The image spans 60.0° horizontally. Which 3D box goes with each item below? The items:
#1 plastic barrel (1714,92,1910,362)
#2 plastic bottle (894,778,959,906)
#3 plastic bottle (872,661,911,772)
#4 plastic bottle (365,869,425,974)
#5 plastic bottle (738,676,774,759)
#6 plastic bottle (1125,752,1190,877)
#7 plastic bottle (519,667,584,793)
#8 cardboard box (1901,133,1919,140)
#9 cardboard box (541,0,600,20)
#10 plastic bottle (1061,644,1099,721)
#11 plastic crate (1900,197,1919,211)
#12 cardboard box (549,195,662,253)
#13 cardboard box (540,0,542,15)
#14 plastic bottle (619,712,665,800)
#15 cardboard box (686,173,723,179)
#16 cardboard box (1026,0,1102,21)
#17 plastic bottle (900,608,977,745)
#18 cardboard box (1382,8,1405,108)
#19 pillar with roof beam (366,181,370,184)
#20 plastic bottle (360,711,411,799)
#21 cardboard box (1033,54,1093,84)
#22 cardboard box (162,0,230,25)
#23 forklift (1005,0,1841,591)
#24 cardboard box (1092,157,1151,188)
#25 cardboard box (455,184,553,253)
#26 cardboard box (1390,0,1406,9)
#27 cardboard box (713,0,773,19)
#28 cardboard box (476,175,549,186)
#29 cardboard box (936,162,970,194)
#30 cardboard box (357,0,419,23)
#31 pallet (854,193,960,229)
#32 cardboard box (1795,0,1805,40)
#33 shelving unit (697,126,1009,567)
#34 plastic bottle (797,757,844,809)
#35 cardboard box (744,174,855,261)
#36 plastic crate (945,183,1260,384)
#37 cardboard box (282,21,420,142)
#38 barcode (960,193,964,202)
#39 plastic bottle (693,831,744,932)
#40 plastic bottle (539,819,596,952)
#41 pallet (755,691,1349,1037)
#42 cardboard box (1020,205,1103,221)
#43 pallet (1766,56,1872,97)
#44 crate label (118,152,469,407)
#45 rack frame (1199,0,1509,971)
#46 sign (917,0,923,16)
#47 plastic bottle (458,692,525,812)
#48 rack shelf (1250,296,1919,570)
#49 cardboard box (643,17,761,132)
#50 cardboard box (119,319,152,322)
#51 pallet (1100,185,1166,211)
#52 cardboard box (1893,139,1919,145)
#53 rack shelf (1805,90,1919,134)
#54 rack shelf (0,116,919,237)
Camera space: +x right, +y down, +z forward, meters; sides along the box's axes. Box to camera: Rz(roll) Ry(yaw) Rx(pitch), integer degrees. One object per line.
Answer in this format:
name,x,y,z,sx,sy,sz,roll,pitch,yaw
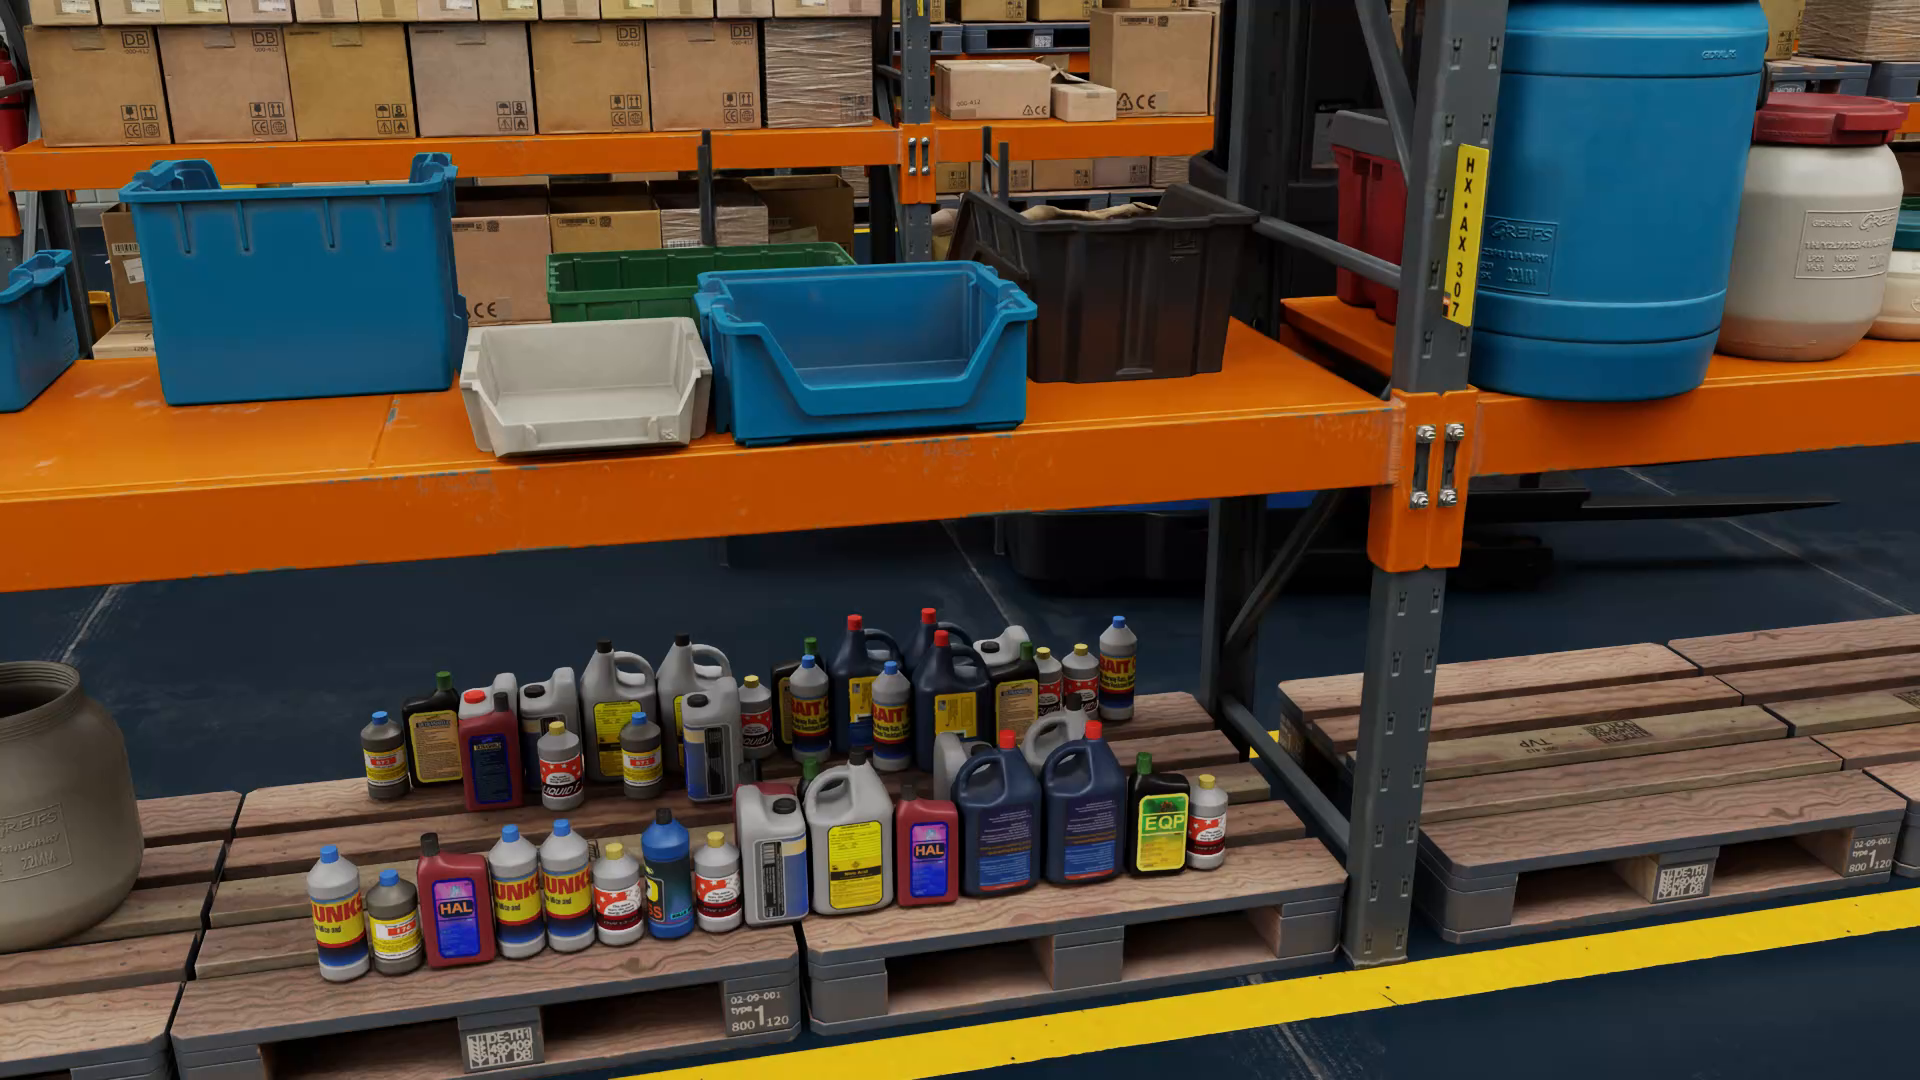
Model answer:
plastic barrel,1.807,-0.688,3.635,0.433,0.535,0.433,0,20,0
plastic bottle,-0.071,0.636,3.527,0.133,0.283,0.061,-3,20,-9
plastic bottle,-0.169,0.429,4.109,0.097,0.271,0.097,0,20,0
plastic bottle,-1.131,0.754,3.323,0.097,0.201,0.097,0,20,0
plastic bottle,-0.520,0.440,4.182,0.097,0.201,0.097,0,20,0
plastic bottle,0.433,0.595,3.639,0.133,0.283,0.061,-4,20,-10
plastic bottle,-0.994,0.453,4.038,0.135,0.276,0.152,-5,21,-14
cardboard box,8.589,-3.743,15.196,0.500,0.500,0.700,-5,21,-14
cardboard box,-1.762,-2.439,7.523,0.250,0.149,0.380,-4,21,-11
plastic bottle,0.315,0.372,4.368,0.097,0.201,0.097,0,20,0
plastic crate,2.455,-0.755,4.323,0.662,0.188,0.450,-5,21,-12
cardboard box,-1.687,-1.352,7.943,0.500,0.500,0.500,-5,21,-12
cardboard box,-1.870,-2.572,7.888,0.250,0.149,0.380,-5,21,-14
plastic bottle,-0.764,0.510,3.989,0.097,0.201,0.097,0,20,0
cardboard box,-1.968,-2.762,12.974,0.250,0.166,0.380,-7,21,-20
cardboard box,0.776,-4.362,13.077,0.500,0.500,0.700,-5,21,-12
plastic bottle,-0.056,0.340,4.237,0.185,0.351,0.144,-4,21,-11
cardboard box,1.953,-2.506,8.649,0.500,0.500,0.500,-6,21,-15
pillar with roof beam,-3.874,-5.343,7.817,0.400,9.000,9.100,-5,21,-12
plastic bottle,-1.381,0.510,3.991,0.097,0.201,0.097,0,20,0
cardboard box,0.502,-2.349,8.561,0.258,0.266,0.396,-5,21,-14
cardboard box,-3.273,-2.316,7.187,0.250,0.149,0.380,-5,21,-12
forklift,1.673,-1.384,5.832,3.031,2.935,1.130,-1,20,-4
cardboard box,1.221,-3.212,13.716,0.500,0.500,0.700,-5,21,-13
cardboard box,-2.294,-1.488,8.311,0.500,0.500,0.500,-5,21,-12
cardboard box,3.482,-4.442,13.474,0.500,0.500,0.500,-4,20,-11
cardboard box,-1.022,-2.498,7.686,0.250,0.149,0.380,-5,21,-14
cardboard box,-3.373,-2.766,12.499,0.500,0.500,0.700,-6,21,-16
cardboard box,-0.251,-3.093,13.391,0.500,0.500,0.700,-5,21,-14
cardboard box,-2.519,-2.377,7.355,0.250,0.149,0.380,-5,21,-13
pallet,-0.697,-2.691,13.355,1.213,0.211,1.003,-5,21,-12
cardboard box,6.863,-4.750,14.485,0.700,0.700,0.980,-4,21,-12
shelving unit,-0.382,-0.711,6.076,1.048,1.500,0.538,-2,20,-6
plastic bottle,-0.285,0.603,3.618,0.133,0.283,0.061,-5,21,-12
cardboard box,-0.834,-1.607,8.637,0.500,0.500,0.500,-5,21,-12
plastic crate,0.287,-0.594,3.666,0.504,0.338,0.767,-5,21,-12
cardboard box,-2.752,-2.124,7.607,0.500,0.500,0.700,-5,21,-12
barcode,0.033,-1.645,8.043,0.075,0.075,0.001,-5,21,-12
plastic bottle,-0.504,0.703,3.462,0.097,0.201,0.097,0,20,0
plastic bottle,-0.800,0.695,3.384,0.097,0.271,0.097,0,20,0
pallet,0.162,0.726,4.025,1.213,0.211,1.003,-5,21,-12
cardboard box,0.522,-1.621,8.952,0.500,0.311,0.500,-4,21,-11
pallet,4.225,-2.584,9.288,1.003,0.211,1.213,-5,21,-12
crate label,-1.338,-0.559,3.427,0.616,0.435,0.502,-5,21,-12
rack frame,0.825,-0.622,3.653,0.127,3.000,1.000,-5,21,-12
sign,-0.182,-2.539,7.510,0.005,0.325,0.100,-5,21,-12
plastic bottle,-1.104,0.496,3.909,0.133,0.283,0.061,-5,21,-12
rack shelf,2.772,-0.443,4.208,4.000,0.370,1.077,-5,21,-12
cardboard box,-1.253,-2.246,7.941,0.500,0.500,0.700,-5,21,-13
cardboard box,-3.750,-1.011,8.102,0.500,0.250,0.500,-5,21,-12
pallet,1.677,-2.884,13.882,1.213,0.211,1.003,-5,21,-12
cardboard box,5.974,-2.263,10.036,0.500,0.250,0.500,-5,21,-12
rack shelf,5.528,-2.418,9.600,4.000,0.370,1.077,-5,21,-12
rack shelf,-2.257,-1.785,7.871,4.000,0.370,1.077,-5,21,-12
